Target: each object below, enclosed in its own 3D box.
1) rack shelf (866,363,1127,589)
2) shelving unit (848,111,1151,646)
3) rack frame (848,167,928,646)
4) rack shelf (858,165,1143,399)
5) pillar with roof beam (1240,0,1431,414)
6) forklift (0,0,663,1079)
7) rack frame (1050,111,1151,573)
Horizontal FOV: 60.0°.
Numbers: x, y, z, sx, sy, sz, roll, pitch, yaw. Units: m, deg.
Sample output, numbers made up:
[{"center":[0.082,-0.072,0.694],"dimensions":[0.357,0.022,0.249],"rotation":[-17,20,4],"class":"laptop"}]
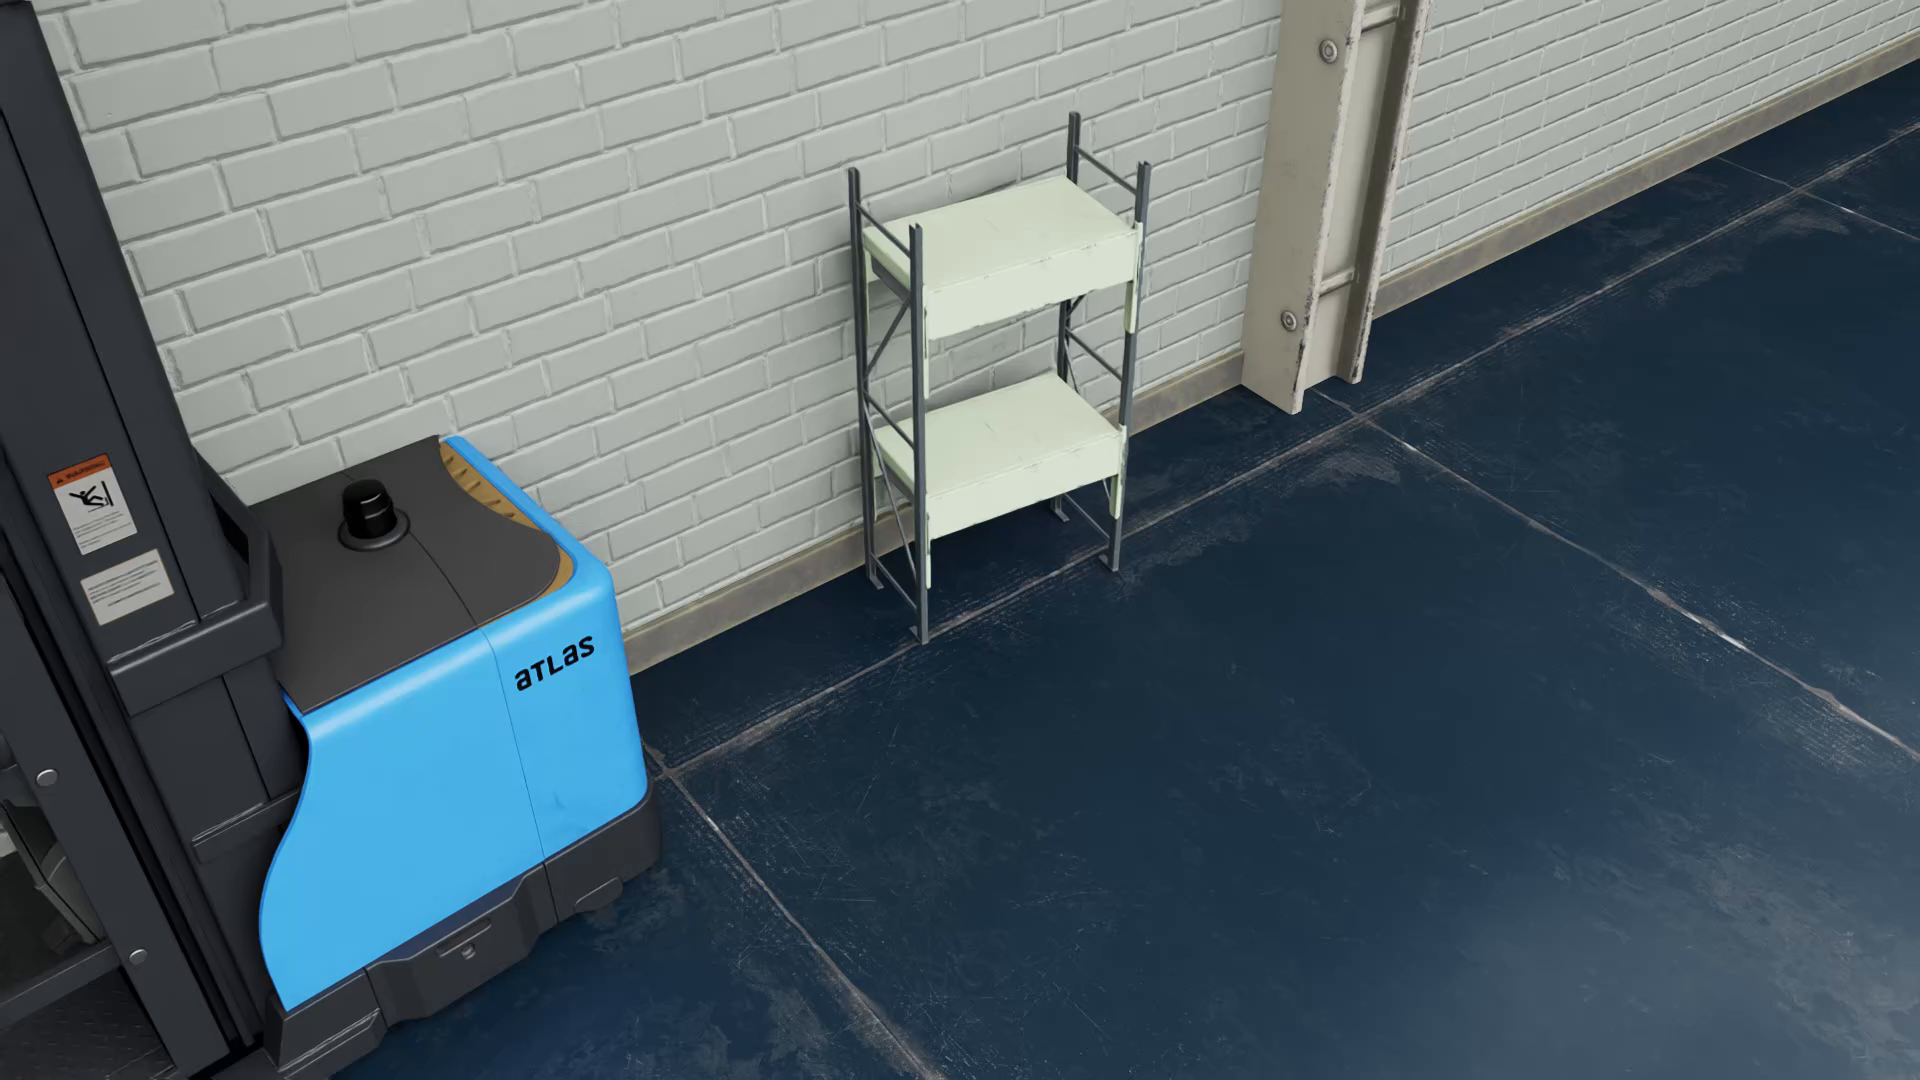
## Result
[{"center":[0.110,-0.216,5.344],"dimensions":[0.720,0.370,0.431],"rotation":[-20,44,-22],"class":"rack shelf"},{"center":[0.110,-0.468,5.136],"dimensions":[0.755,1.500,0.431],"rotation":[-20,44,-22],"class":"shelving unit"},{"center":[-0.208,-0.353,4.996],"dimensions":[0.023,1.500,0.400],"rotation":[-20,44,-22],"class":"rack frame"},{"center":[0.111,-0.768,4.887],"dimensions":[0.720,0.370,0.431],"rotation":[-20,44,-22],"class":"rack shelf"},{"center":[3.949,-1.944,1.024],"dimensions":[0.400,9.000,9.100],"rotation":[-26,46,-28],"class":"pillar with roof beam"},{"center":[-2.261,0.164,3.240],"dimensions":[3.031,2.935,1.130],"rotation":[-29,48,-31],"class":"forklift"},{"center":[0.429,-0.582,5.275],"dimensions":[0.023,1.500,0.400],"rotation":[-20,44,-22],"class":"rack frame"}]
